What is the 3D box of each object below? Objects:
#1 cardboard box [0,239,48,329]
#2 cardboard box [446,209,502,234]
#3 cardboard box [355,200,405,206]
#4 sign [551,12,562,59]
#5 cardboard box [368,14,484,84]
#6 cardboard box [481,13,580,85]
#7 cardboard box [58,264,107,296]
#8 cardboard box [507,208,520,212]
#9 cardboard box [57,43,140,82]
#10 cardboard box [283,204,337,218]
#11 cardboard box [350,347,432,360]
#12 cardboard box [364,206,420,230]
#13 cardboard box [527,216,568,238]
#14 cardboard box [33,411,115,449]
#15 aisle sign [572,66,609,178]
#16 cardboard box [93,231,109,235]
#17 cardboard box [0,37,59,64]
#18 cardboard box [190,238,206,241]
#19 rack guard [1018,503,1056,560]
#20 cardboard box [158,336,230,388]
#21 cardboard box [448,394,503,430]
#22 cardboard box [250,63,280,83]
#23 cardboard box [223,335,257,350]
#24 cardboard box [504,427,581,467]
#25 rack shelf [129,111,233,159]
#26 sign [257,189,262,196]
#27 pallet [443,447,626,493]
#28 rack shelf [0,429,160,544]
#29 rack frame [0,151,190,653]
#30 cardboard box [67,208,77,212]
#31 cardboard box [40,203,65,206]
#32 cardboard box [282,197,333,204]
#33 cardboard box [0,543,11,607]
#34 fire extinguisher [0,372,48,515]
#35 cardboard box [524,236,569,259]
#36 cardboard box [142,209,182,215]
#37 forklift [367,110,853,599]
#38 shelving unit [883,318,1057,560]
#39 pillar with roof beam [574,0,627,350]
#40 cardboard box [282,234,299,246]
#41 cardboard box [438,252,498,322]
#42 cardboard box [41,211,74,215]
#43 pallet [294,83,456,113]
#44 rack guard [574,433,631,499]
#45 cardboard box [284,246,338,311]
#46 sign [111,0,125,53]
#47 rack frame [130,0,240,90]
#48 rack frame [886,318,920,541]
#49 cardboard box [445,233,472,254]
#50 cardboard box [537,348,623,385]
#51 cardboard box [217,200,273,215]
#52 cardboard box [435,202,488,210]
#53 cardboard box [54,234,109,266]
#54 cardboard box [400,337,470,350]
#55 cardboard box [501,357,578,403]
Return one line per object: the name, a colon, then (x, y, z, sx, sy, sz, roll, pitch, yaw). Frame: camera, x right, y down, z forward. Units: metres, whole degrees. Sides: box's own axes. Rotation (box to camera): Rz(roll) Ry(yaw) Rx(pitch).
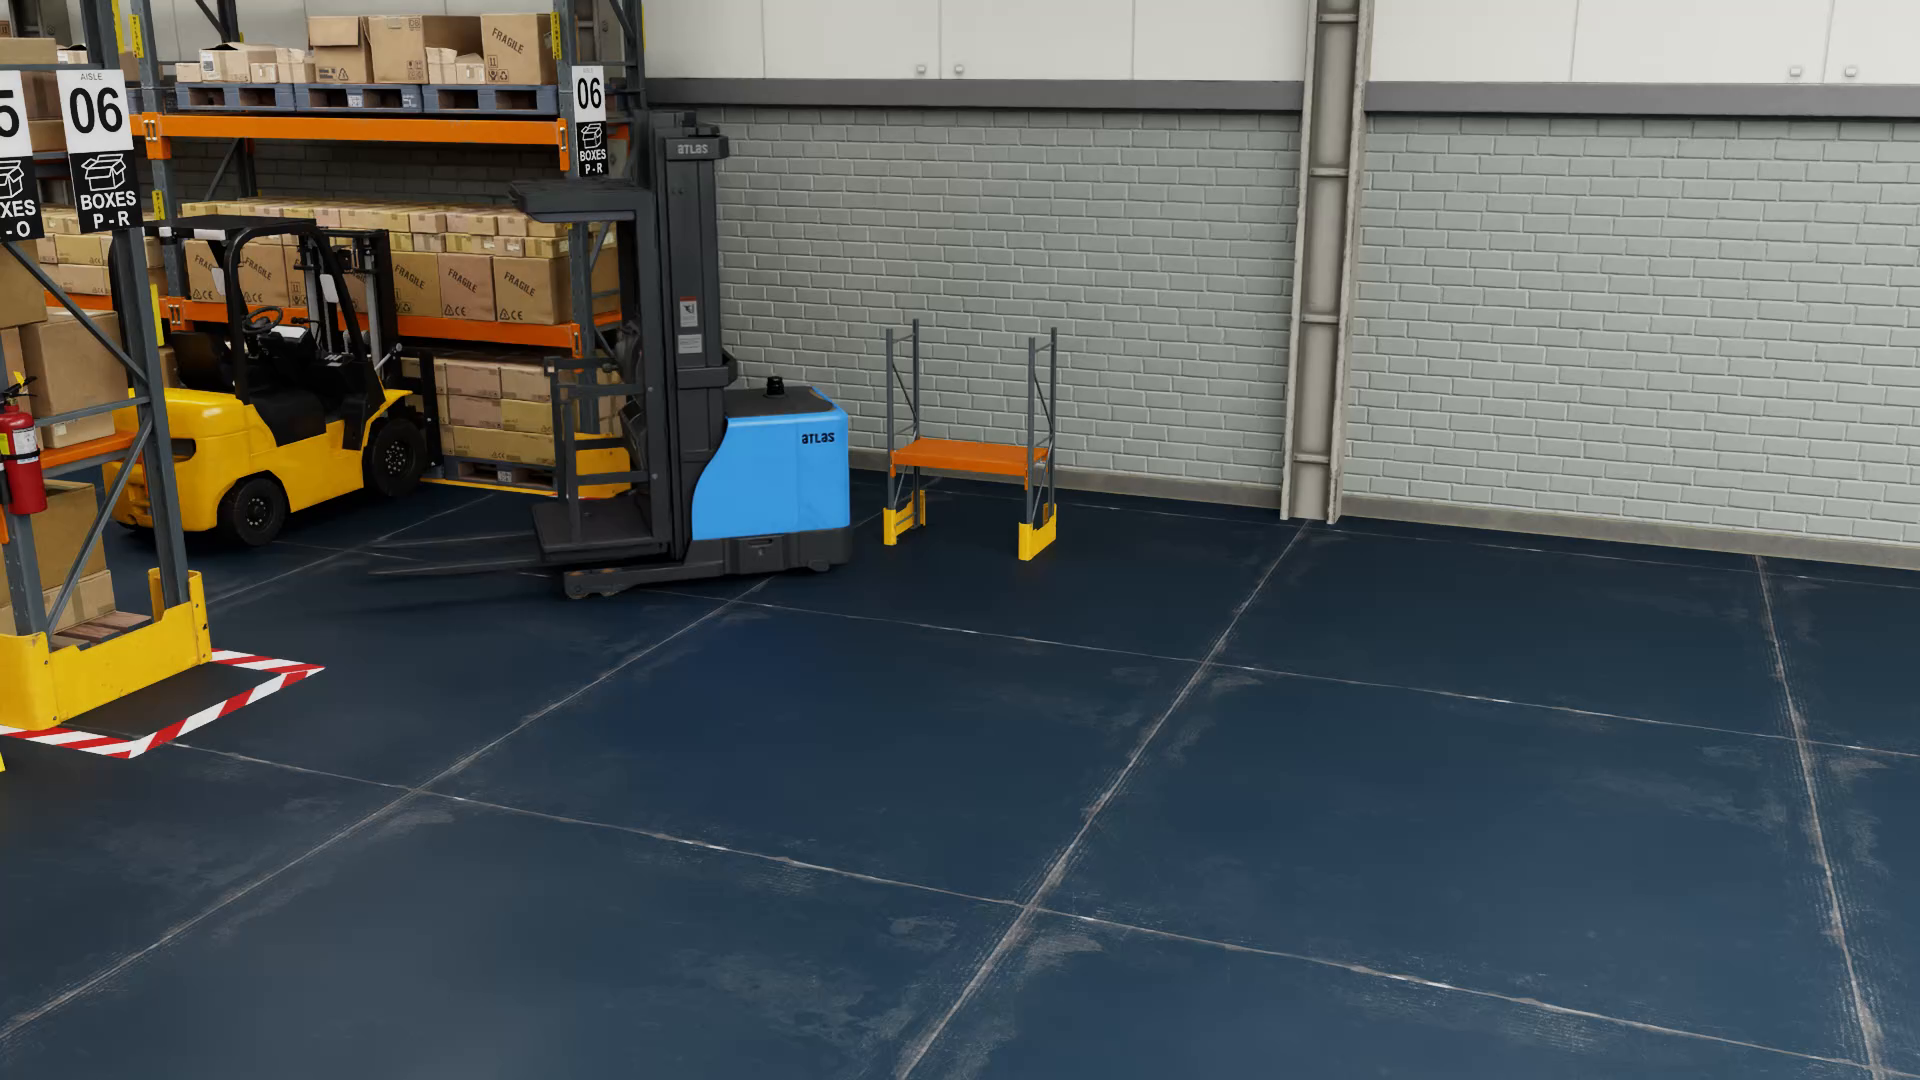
cardboard box: (-5.051, -1.302, 8.273, 0.500, 0.500, 0.700, 6, 17, 19)
cardboard box: (-3.787, -2.489, 12.992, 0.250, 0.149, 0.380, 6, 17, 21)
cardboard box: (-4.811, -2.741, 13.859, 0.250, 0.149, 0.380, 6, 17, 20)
sign: (-2.890, -3.612, 11.908, 0.005, 0.325, 0.100, 6, 17, 21)
cardboard box: (-4.095, -3.774, 12.802, 0.500, 0.500, 0.700, 6, 17, 21)
cardboard box: (-3.179, -3.644, 12.352, 0.500, 0.500, 0.500, 7, 18, 22)
cardboard box: (-7.433, -2.294, 14.465, 0.500, 0.250, 0.500, 6, 17, 20)
cardboard box: (-3.394, -2.574, 13.284, 0.250, 0.149, 0.380, 7, 17, 22)
cardboard box: (-7.161, -3.991, 13.887, 0.500, 0.311, 0.500, 6, 17, 19)
cardboard box: (-5.241, -2.626, 13.461, 0.250, 0.149, 0.380, 6, 17, 20)
cardboard box: (-4.639, -1.404, 13.516, 0.500, 0.250, 0.500, 6, 17, 20)
cardboard box: (-4.517, -2.563, 13.246, 0.250, 0.149, 0.380, 7, 17, 21)
cardboard box: (-3.088, -2.408, 12.710, 0.250, 0.149, 0.380, 6, 17, 21)
cardboard box: (-4.736, -0.603, 8.822, 0.250, 0.149, 0.380, 6, 17, 21)
aisle sign: (-2.724, -3.089, 12.270, 0.004, 0.787, 0.394, 6, 17, 21)
cardboard box: (-7.253, -2.730, 14.353, 0.250, 0.149, 0.380, 6, 17, 21)
cardboard box: (-4.751, -2.428, 8.296, 0.250, 0.149, 0.380, 6, 17, 20)
cardboard box: (-6.199, -2.591, 13.876, 0.250, 0.149, 0.380, 6, 17, 20)
rack guard: (0.534, -0.061, 11.436, 0.087, 0.250, 0.587, 6, 17, 21)
cardboard box: (-6.888, -1.444, 14.774, 0.625, 0.625, 0.875, 7, 18, 23)
cardboard box: (-3.708, -1.067, 13.252, 0.500, 0.250, 0.500, 6, 17, 20)
cardboard box: (-5.378, -3.699, 13.172, 0.250, 0.149, 0.380, 7, 18, 22)
cardboard box: (-6.064, -1.563, 14.062, 0.500, 0.250, 0.500, 6, 17, 20)
cardboard box: (-3.231, -0.771, 13.126, 0.500, 0.250, 0.500, 6, 17, 21)
rack shelf: (-8.259, -3.632, 14.715, 4.000, 0.370, 1.077, 6, 17, 21)
sign: (-6.197, -2.930, 14.692, 0.005, 0.325, 0.100, 6, 17, 21)
pallet: (-3.404, -0.652, 13.539, 1.213, 0.211, 1.003, 6, 17, 21)
rack shelf: (-6.356, -0.495, 9.288, 4.000, 0.370, 1.077, 6, 17, 21)
rack frame: (-4.495, -0.636, 8.483, 0.127, 3.000, 1.000, 6, 17, 21)
cardboard box: (-7.814, -2.928, 15.035, 0.250, 0.149, 0.380, 6, 17, 20)
cardboard box: (-8.509, -3.022, 15.362, 0.250, 0.149, 0.380, 6, 17, 20)
cardboard box: (-5.521, -2.820, 14.133, 0.250, 0.149, 0.380, 6, 17, 20)
cardboard box: (-5.336, 0.109, 8.752, 0.500, 0.500, 0.500, 6, 17, 21)
fire extinguisher: (-4.558, -0.467, 8.041, 0.183, 0.674, 0.296, 6, 17, 21)
cardboard box: (-3.103, -2.246, 12.686, 0.250, 0.149, 0.380, 7, 17, 21)
cardboard box: (-7.109, -2.850, 14.769, 0.250, 0.149, 0.380, 6, 17, 20)
forklift: (-2.283, -1.204, 10.562, 3.031, 2.935, 1.130, -5, 17, -17)
shelving unit: (0.071, -0.712, 11.438, 1.083, 1.500, 0.587, 6, 17, 21)
pillar with roof beam: (-4.574, -3.993, 9.286, 0.400, 9.000, 9.100, 6, 17, 21)
cardboard box: (-5.259, -2.474, 13.472, 0.250, 0.149, 0.380, 6, 17, 20)
cardboard box: (-3.711, -2.009, 13.034, 0.500, 0.500, 0.500, 7, 18, 22)
cardboard box: (-7.998, -2.792, 14.569, 0.250, 0.149, 0.380, 6, 17, 21)
pallet: (-4.465, -3.525, 13.213, 1.213, 0.211, 1.003, 6, 17, 21)
rack guard: (-2.655, -0.720, 13.258, 0.348, 0.500, 1.175, 6, 17, 21)
cardboard box: (-5.120, -2.167, 13.578, 0.500, 0.500, 0.500, 6, 17, 20)
sign: (-4.297, -2.637, 8.427, 0.005, 0.325, 0.100, 6, 17, 21)
rack frame: (-6.399, -5.213, 13.491, 0.127, 3.000, 1.000, 6, 17, 21)
rack frame: (-0.394, -0.764, 11.614, 0.032, 1.500, 0.500, 6, 17, 21)
cardboard box: (-3.797, -2.335, 12.993, 0.250, 0.149, 0.380, 6, 17, 20)
cardboard box: (-3.055, -1.383, 13.442, 0.500, 0.250, 0.500, 6, 17, 20)
cardboard box: (-5.928, -2.727, 13.809, 0.250, 0.149, 0.380, 7, 17, 21)
cardboard box: (-4.081, -2.676, 13.636, 0.250, 0.149, 0.380, 6, 17, 19)
cardboard box: (-7.431, -2.535, 14.398, 0.500, 0.250, 0.500, 6, 17, 19)
cardboard box: (-4.457, -1.541, 13.987, 0.500, 0.250, 0.500, 6, 17, 20)
cardboard box: (-3.220, -1.251, 12.987, 0.500, 0.250, 0.500, 7, 18, 22)
